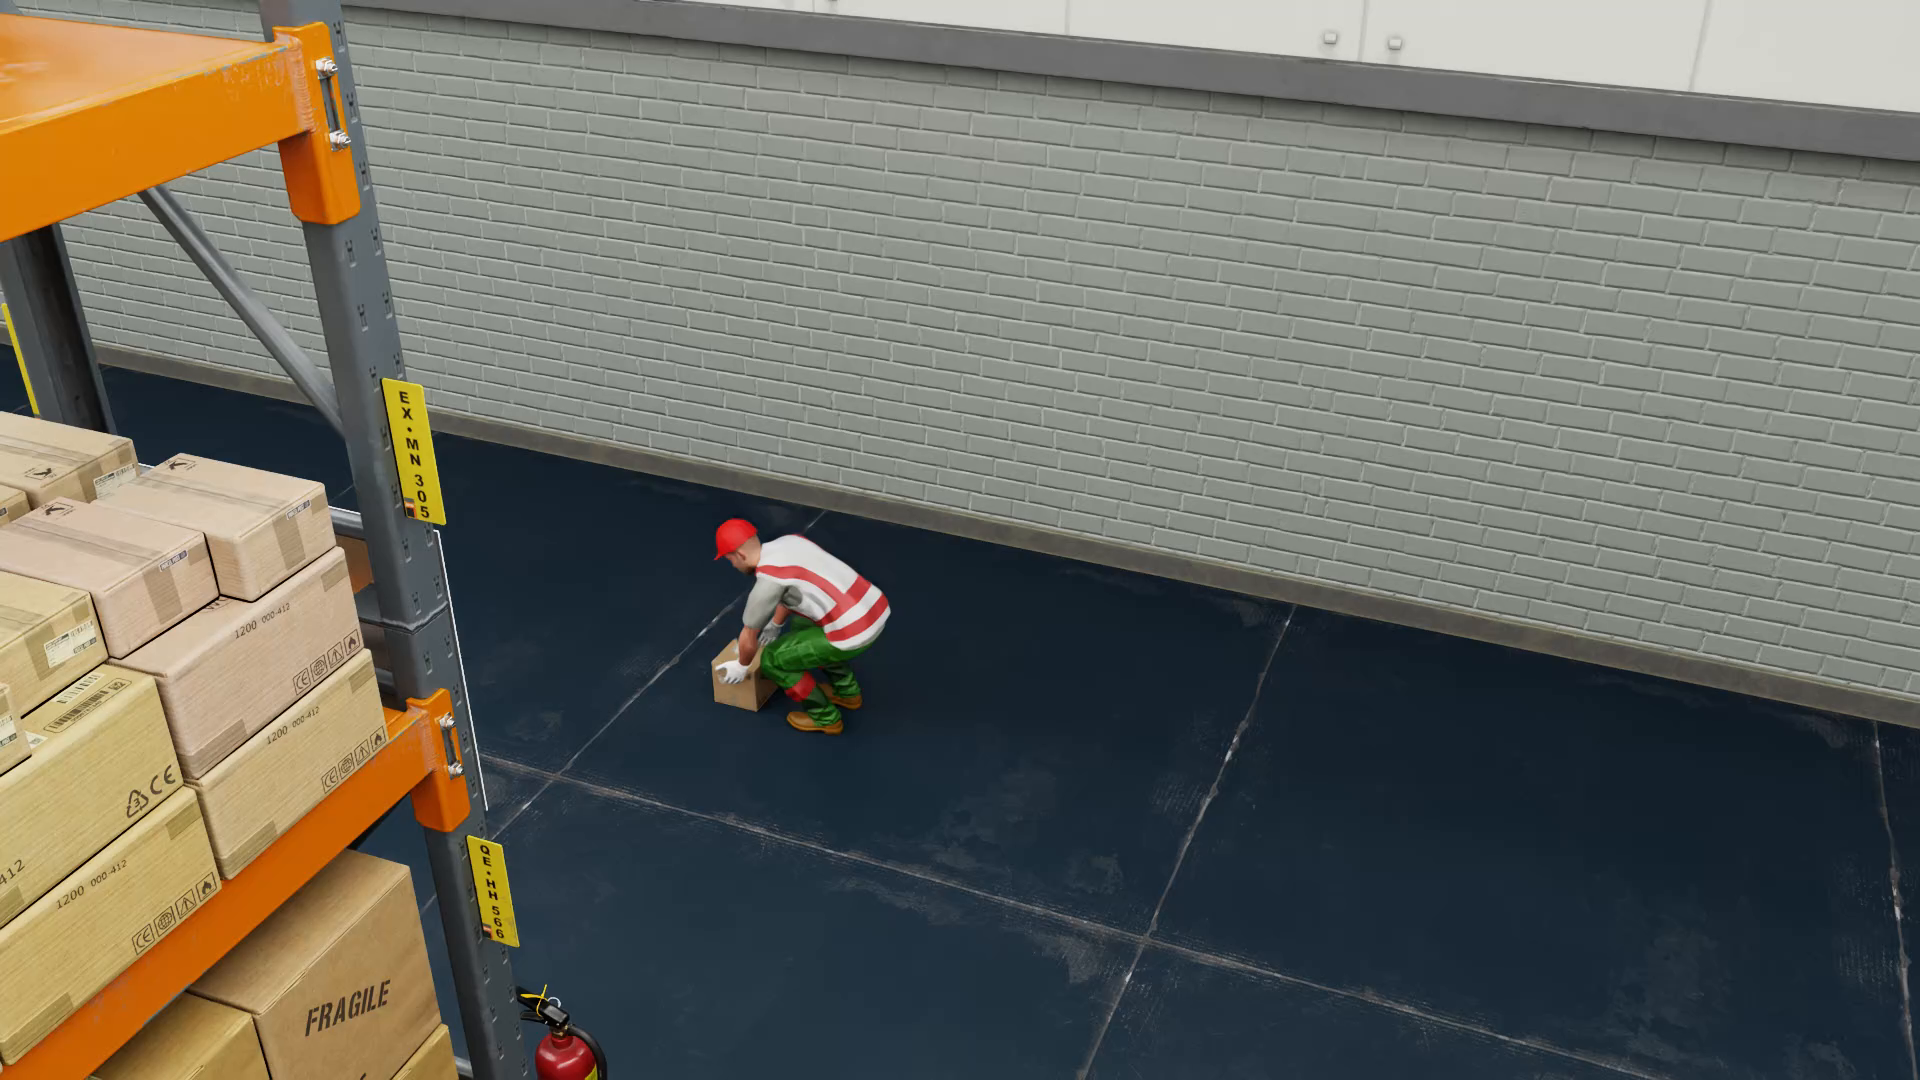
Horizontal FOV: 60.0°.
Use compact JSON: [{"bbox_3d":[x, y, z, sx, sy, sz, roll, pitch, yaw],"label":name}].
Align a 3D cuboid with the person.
[{"bbox_3d":[-0.797,0.425,8.337,0.866,1.091,0.579,11,31,19],"label":"person"}]
